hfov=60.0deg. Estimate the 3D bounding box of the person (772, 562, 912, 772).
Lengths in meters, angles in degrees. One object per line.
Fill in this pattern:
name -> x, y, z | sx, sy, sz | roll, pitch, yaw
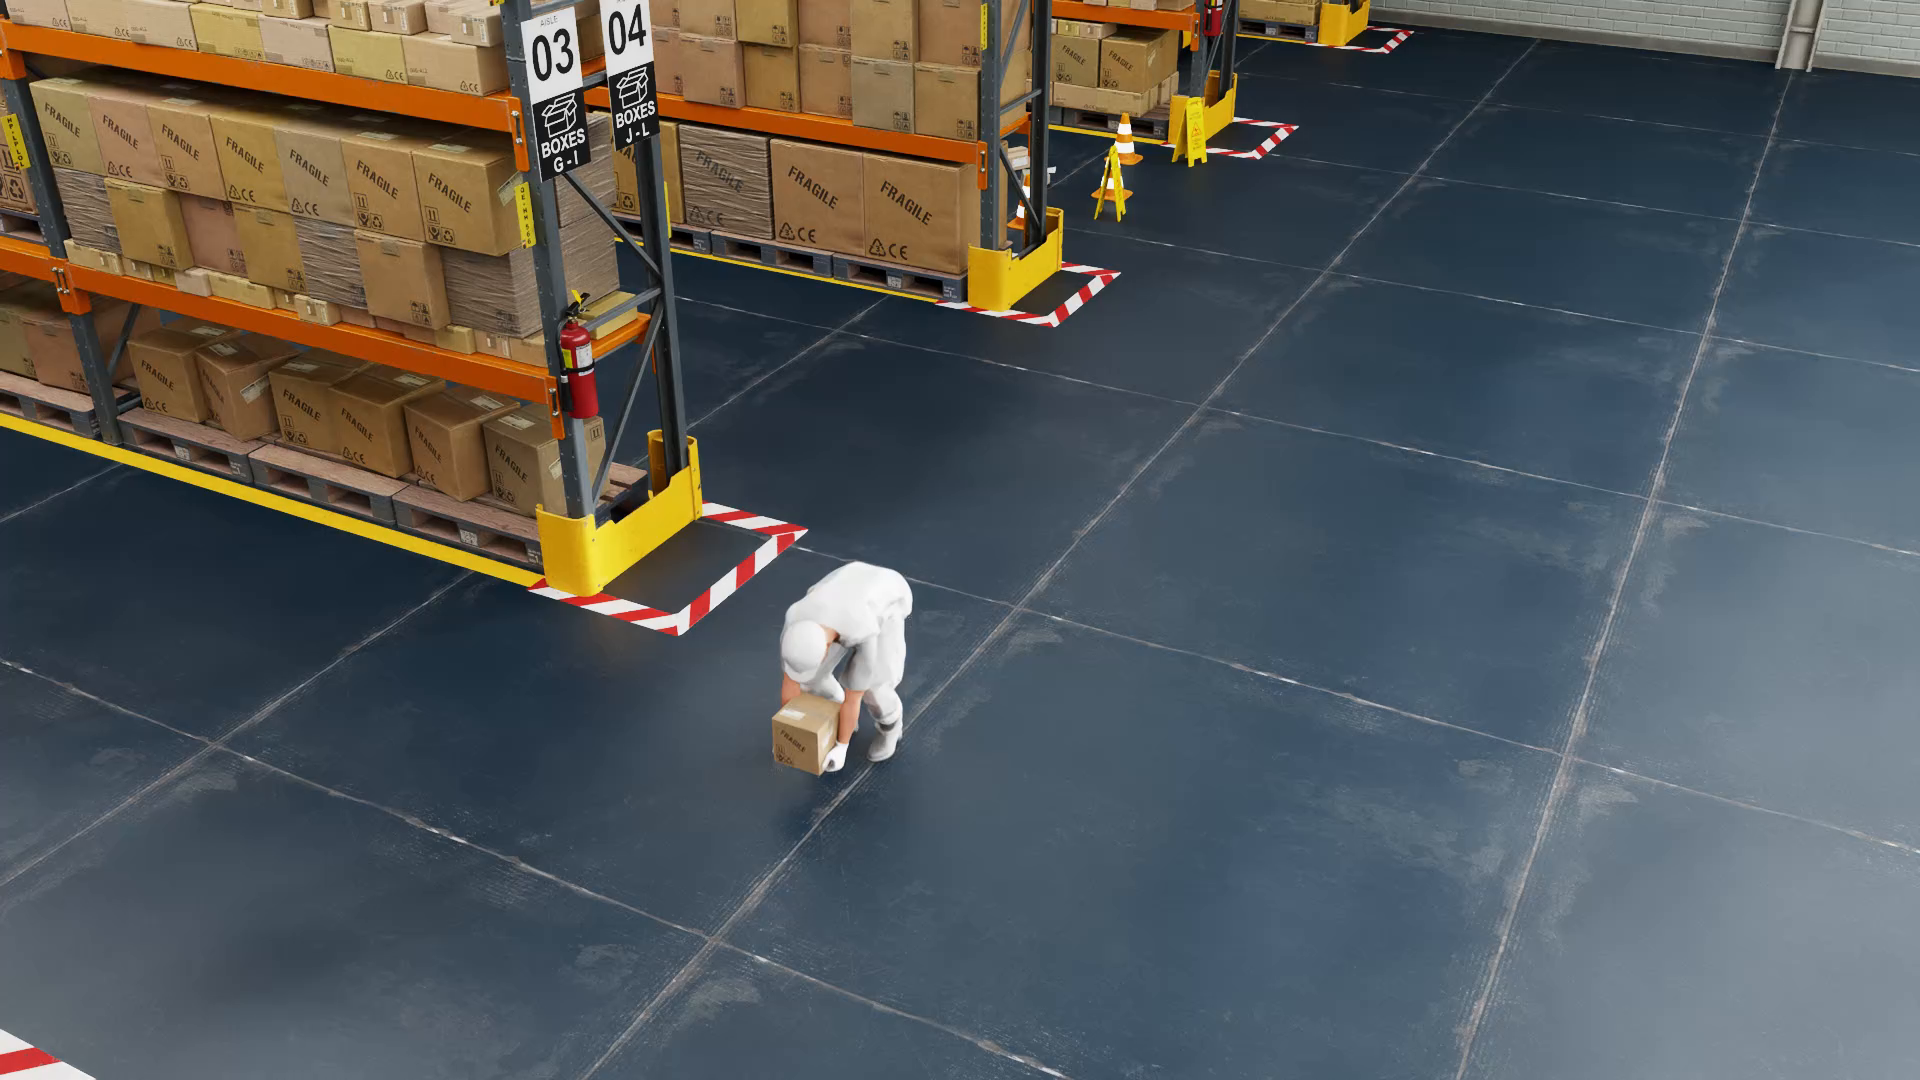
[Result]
person -> -0.554, 0.644, 7.933 | 0.531, 1.004, 0.957 | 13, 32, 21
